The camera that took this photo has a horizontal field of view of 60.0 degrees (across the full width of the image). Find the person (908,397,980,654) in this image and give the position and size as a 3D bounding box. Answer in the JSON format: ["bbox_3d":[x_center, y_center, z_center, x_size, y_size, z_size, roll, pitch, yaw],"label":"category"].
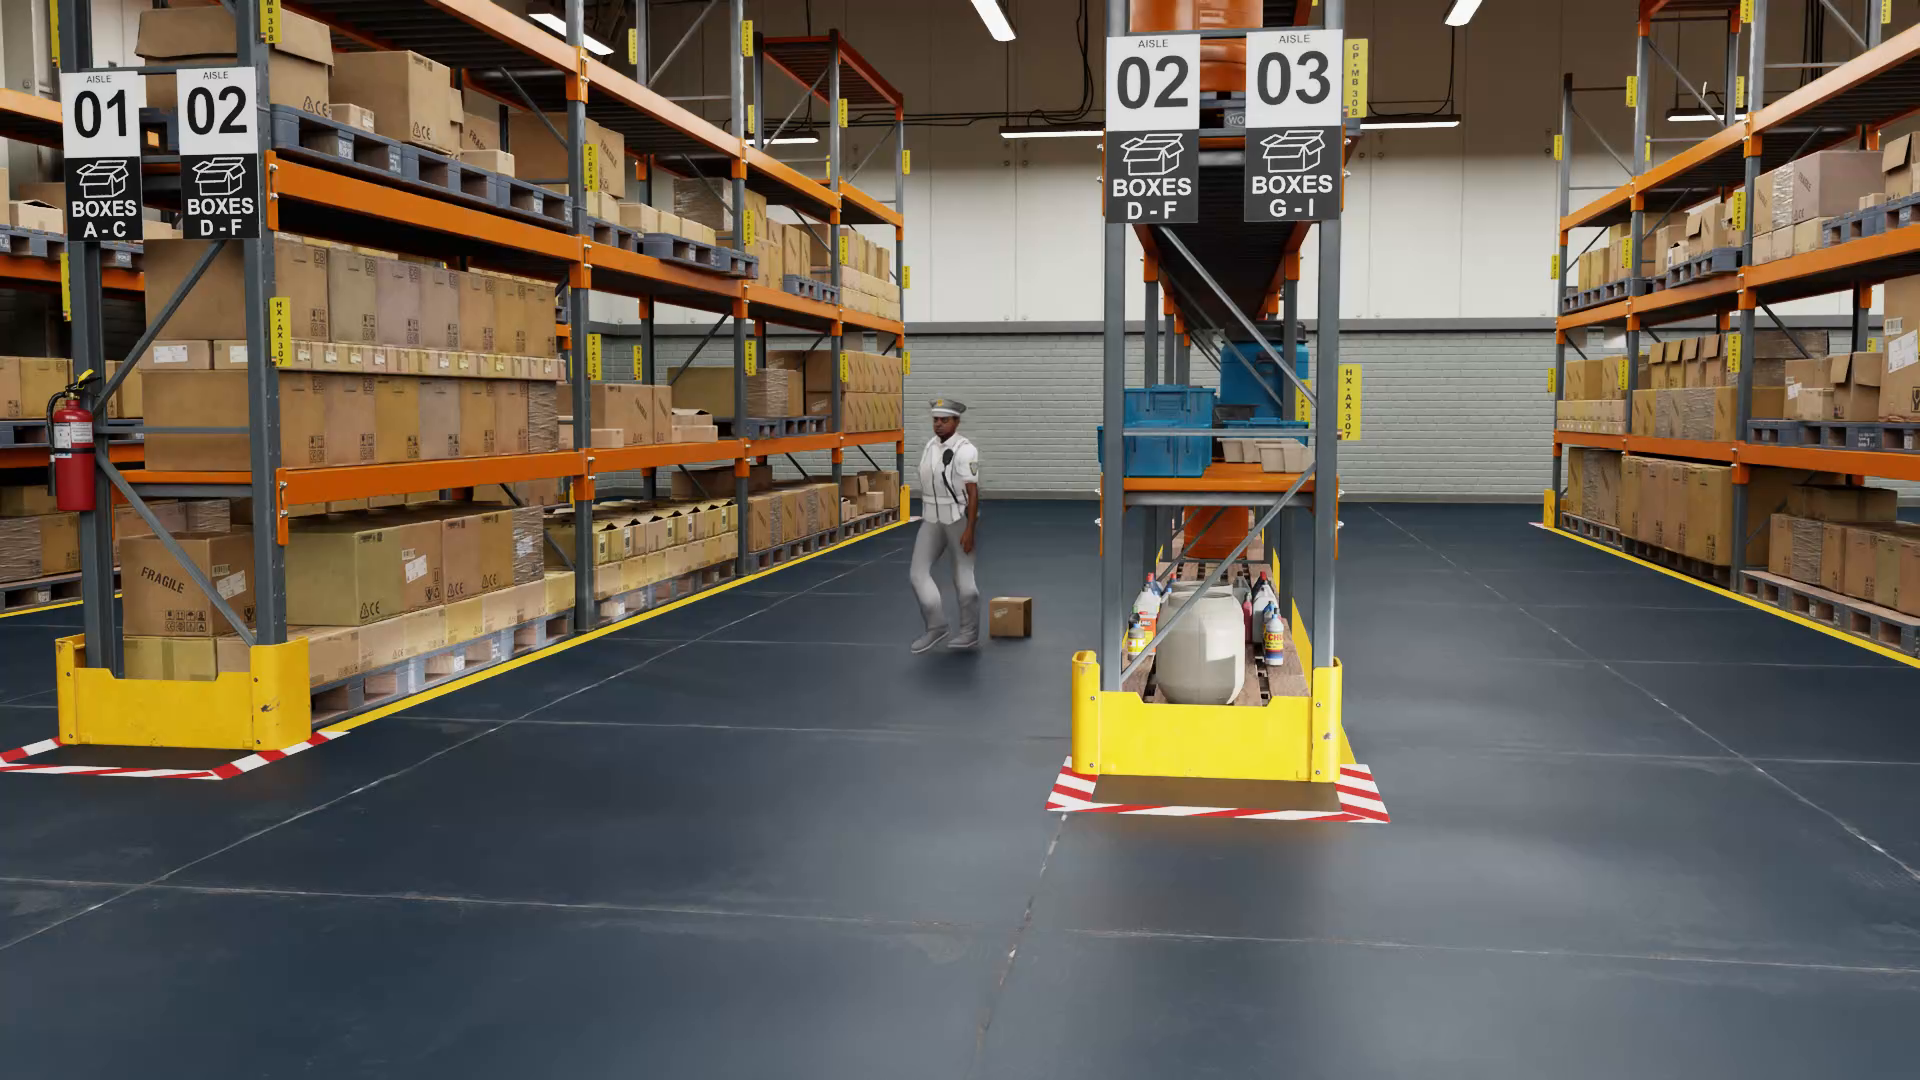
[{"bbox_3d":[-0.051,-0.092,10.889,0.477,1.684,0.525,3,6,35],"label":"person"}]
